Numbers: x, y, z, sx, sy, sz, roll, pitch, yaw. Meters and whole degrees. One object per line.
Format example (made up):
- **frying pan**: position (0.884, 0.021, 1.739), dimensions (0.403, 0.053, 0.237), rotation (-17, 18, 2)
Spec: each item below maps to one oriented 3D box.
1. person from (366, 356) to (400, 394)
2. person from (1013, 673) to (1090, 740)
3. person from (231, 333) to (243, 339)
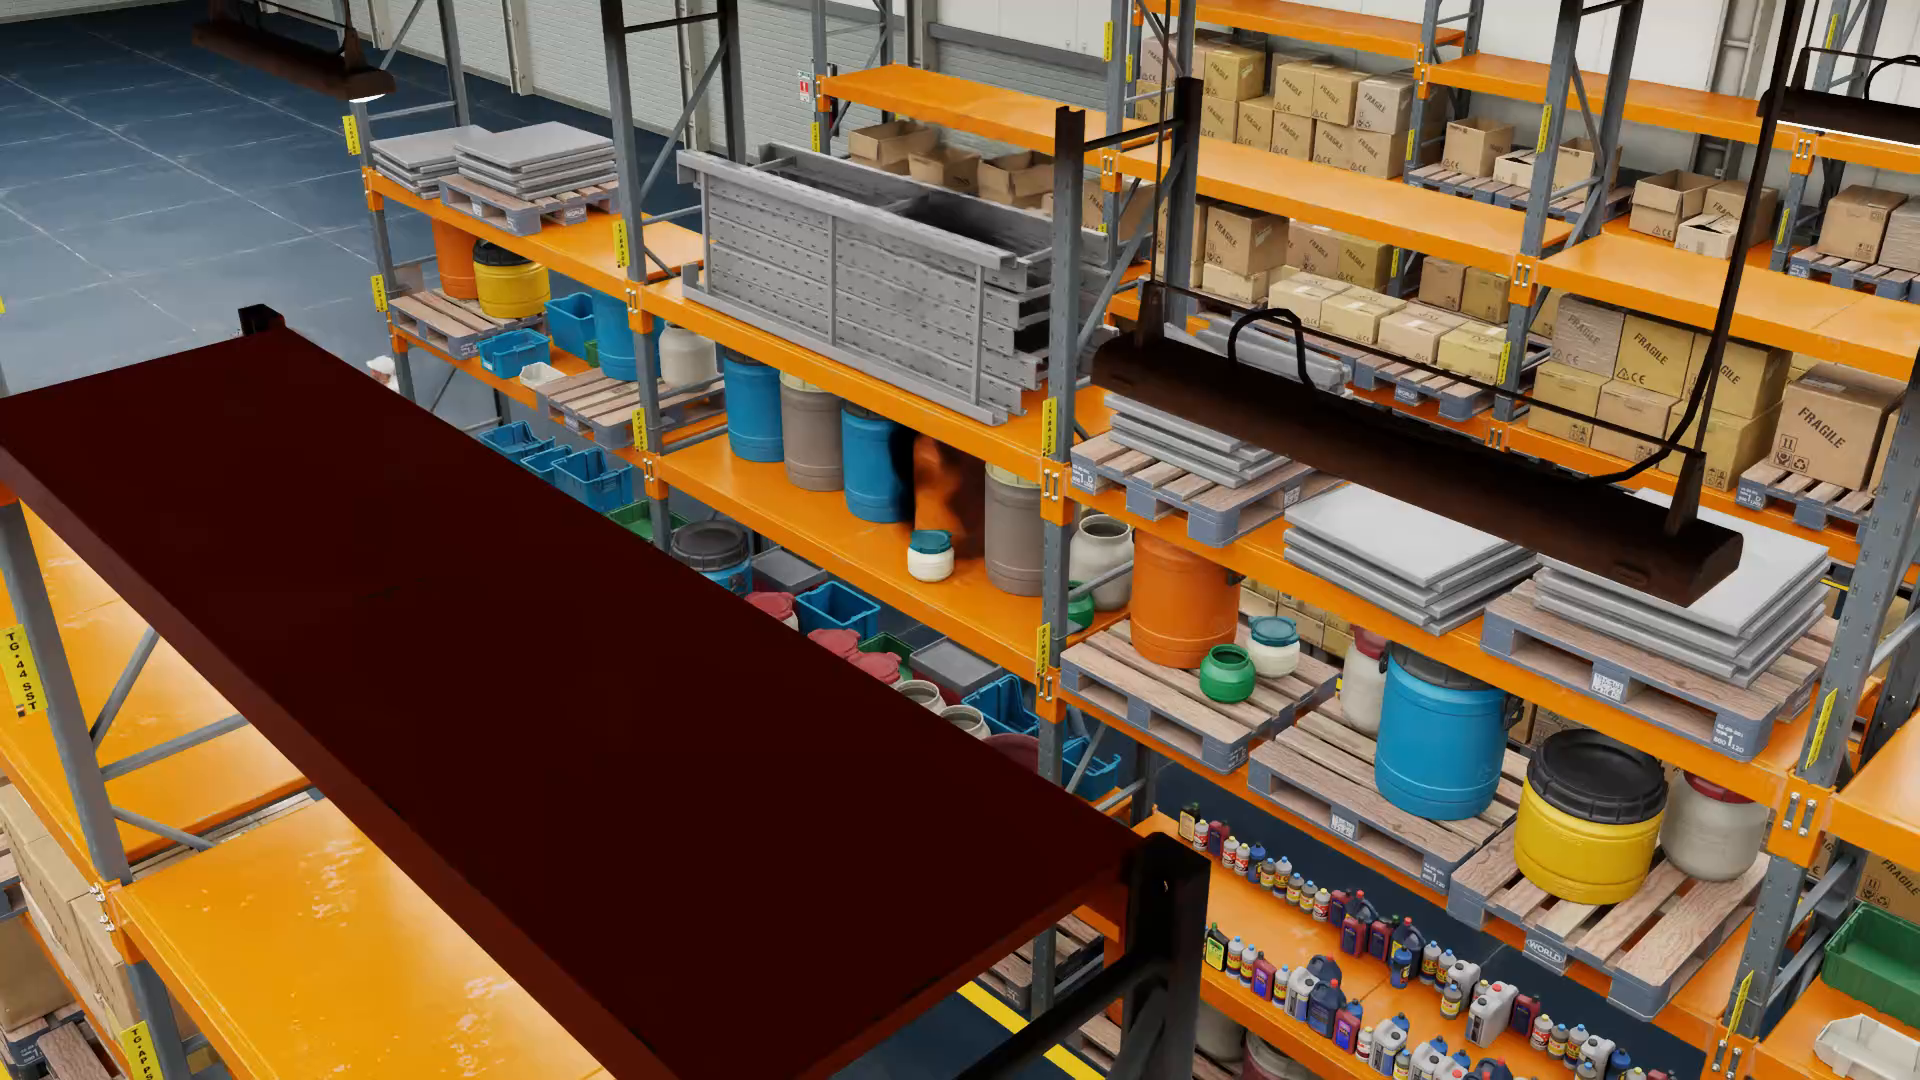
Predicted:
- **person**: position (-5.705, -1.055, 16.921), dimensions (0.931, 1.784, 0.678), rotation (-5, 29, -8)
- **person**: position (0.697, 0.927, 13.234), dimensions (0.866, 1.815, 0.677), rotation (22, 35, 35)
- **person**: position (-7.643, -1.511, 18.012), dimensions (0.792, 1.566, 0.548), rotation (-11, 30, -20)
